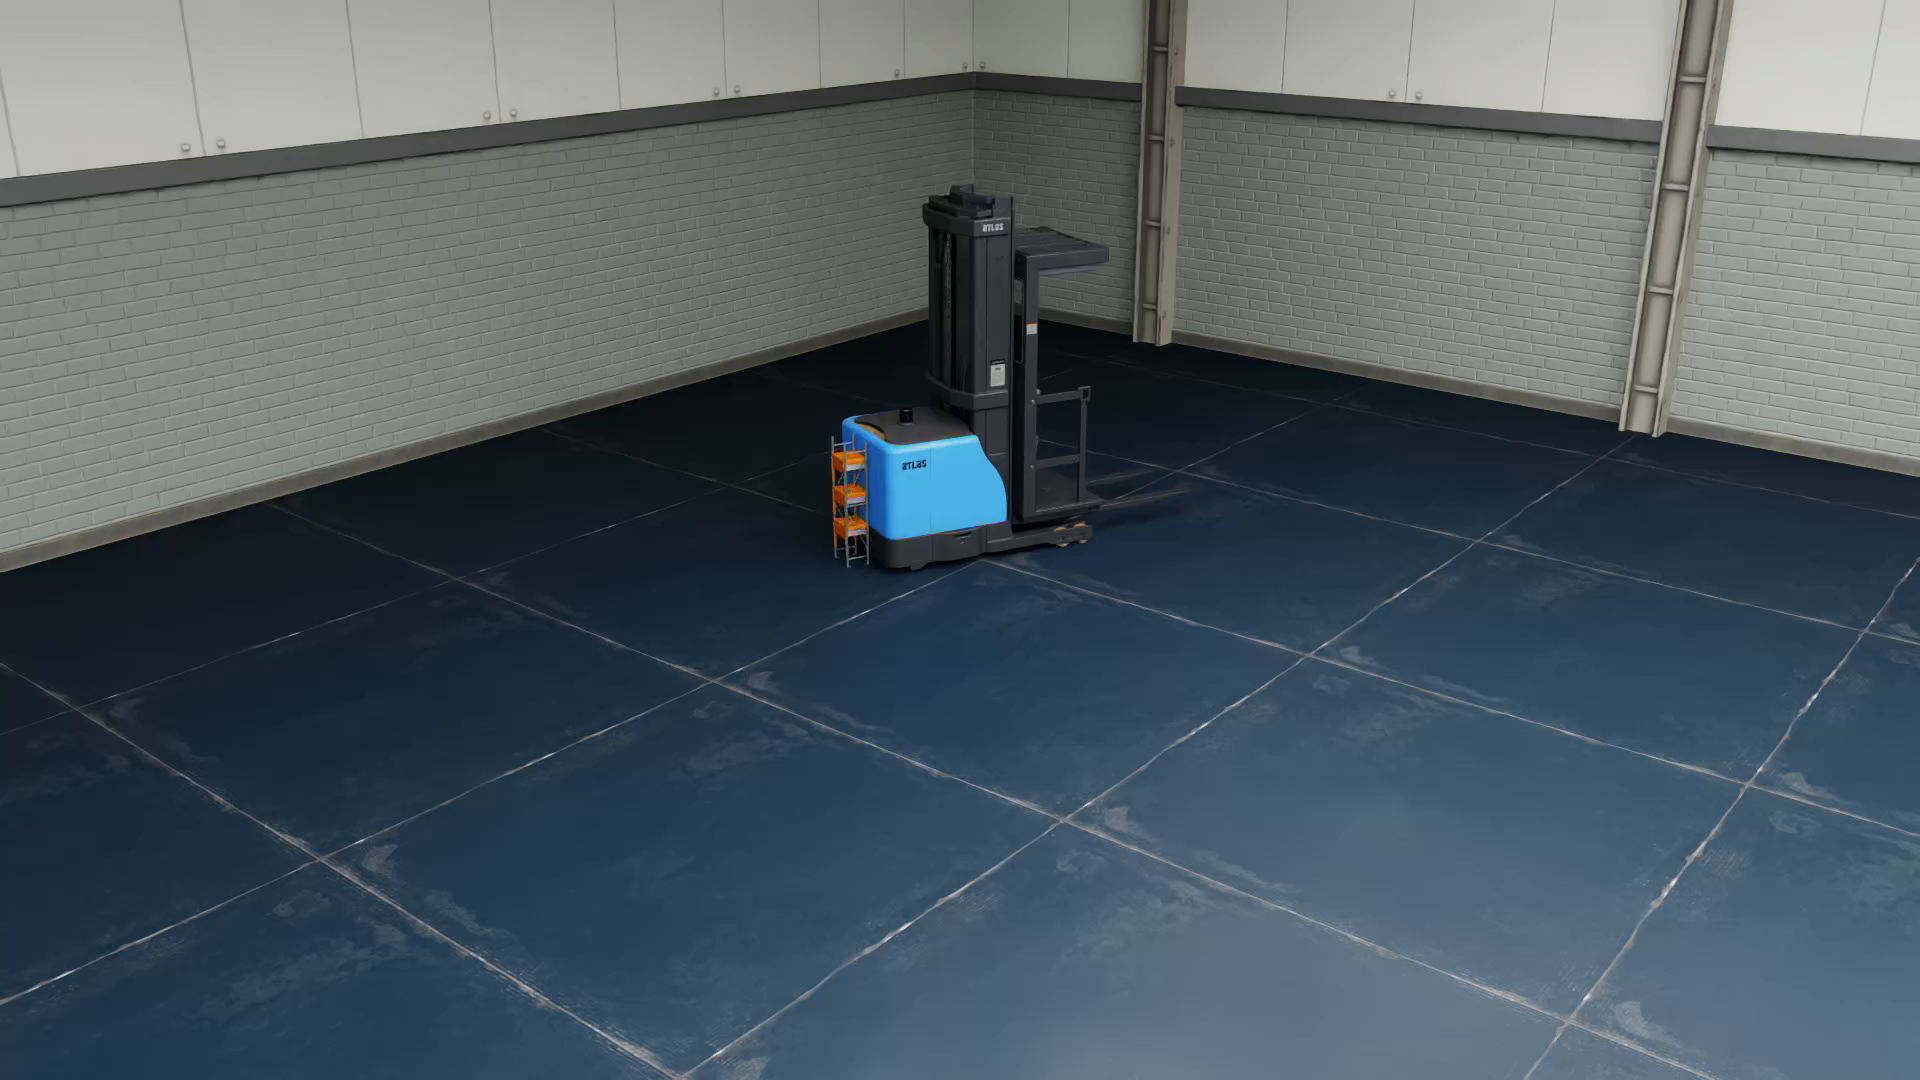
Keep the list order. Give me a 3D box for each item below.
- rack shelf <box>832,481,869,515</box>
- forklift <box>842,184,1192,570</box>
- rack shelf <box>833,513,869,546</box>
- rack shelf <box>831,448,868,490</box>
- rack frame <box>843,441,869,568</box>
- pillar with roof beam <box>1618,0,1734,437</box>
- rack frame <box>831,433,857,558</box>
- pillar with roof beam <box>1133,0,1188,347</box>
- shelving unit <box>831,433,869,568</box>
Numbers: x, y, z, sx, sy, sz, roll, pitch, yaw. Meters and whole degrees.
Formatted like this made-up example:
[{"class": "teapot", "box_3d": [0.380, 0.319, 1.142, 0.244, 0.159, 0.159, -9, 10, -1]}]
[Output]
[{"class": "rack shelf", "box_3d": [-0.892, -0.309, 13.533, 0.215, 0.259, 0.240, -10, 23, -26]}, {"class": "forklift", "box_3d": [0.556, -1.470, 13.916, 3.031, 2.935, 1.130, -10, 23, -25]}, {"class": "rack shelf", "box_3d": [-0.892, -0.049, 13.631, 0.215, 0.259, 0.240, -10, 23, -26]}, {"class": "rack shelf", "box_3d": [-0.892, -0.575, 13.433, 0.215, 0.259, 0.240, -10, 23, -26]}, {"class": "rack frame", "box_3d": [-0.835, -0.281, 13.428, 0.200, 1.050, 0.008, -10, 23, -26]}, {"class": "pillar with roof beam", "box_3d": [4.324, -4.165, 12.461, 0.400, 9.000, 9.100, 16, 26, 36]}, {"class": "rack frame", "box_3d": [-0.949, -0.357, 13.630, 0.200, 1.050, 0.008, -10, 23, -26]}, {"class": "pillar with roof beam", "box_3d": [-0.325, -5.503, 16.011, 0.400, 9.000, 9.100, 16, 26, 36]}, {"class": "shelving unit", "box_3d": [-0.892, -0.319, 13.529, 0.215, 1.050, 0.252, -10, 23, -26]}]
